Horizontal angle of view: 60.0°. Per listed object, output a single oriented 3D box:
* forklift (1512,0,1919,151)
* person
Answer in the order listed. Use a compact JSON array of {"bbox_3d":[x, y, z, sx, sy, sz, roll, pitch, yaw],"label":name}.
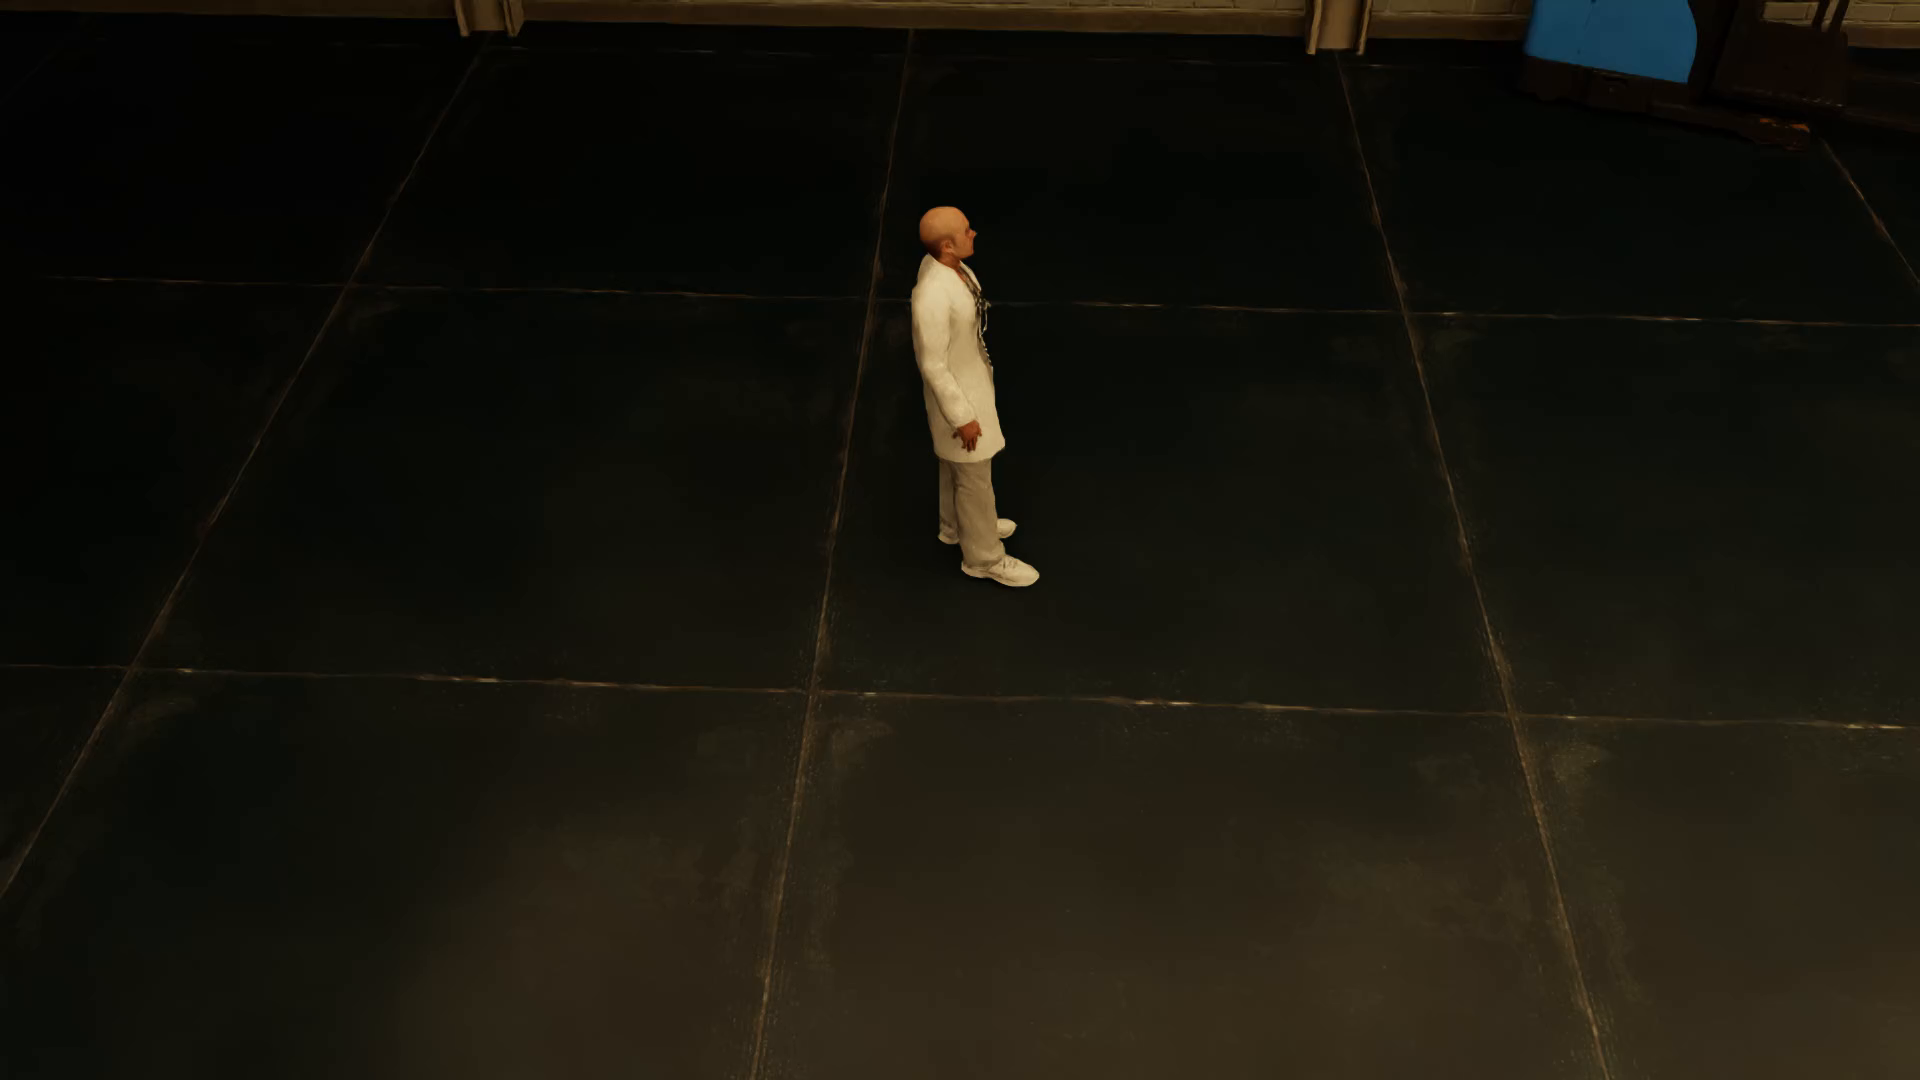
[{"bbox_3d":[5.272,-3.979,10.100,3.031,2.935,1.130,16,45,16],"label":"forklift"},{"bbox_3d":[0.091,-0.656,7.305,0.579,1.776,0.694,2,42,2],"label":"person"}]
